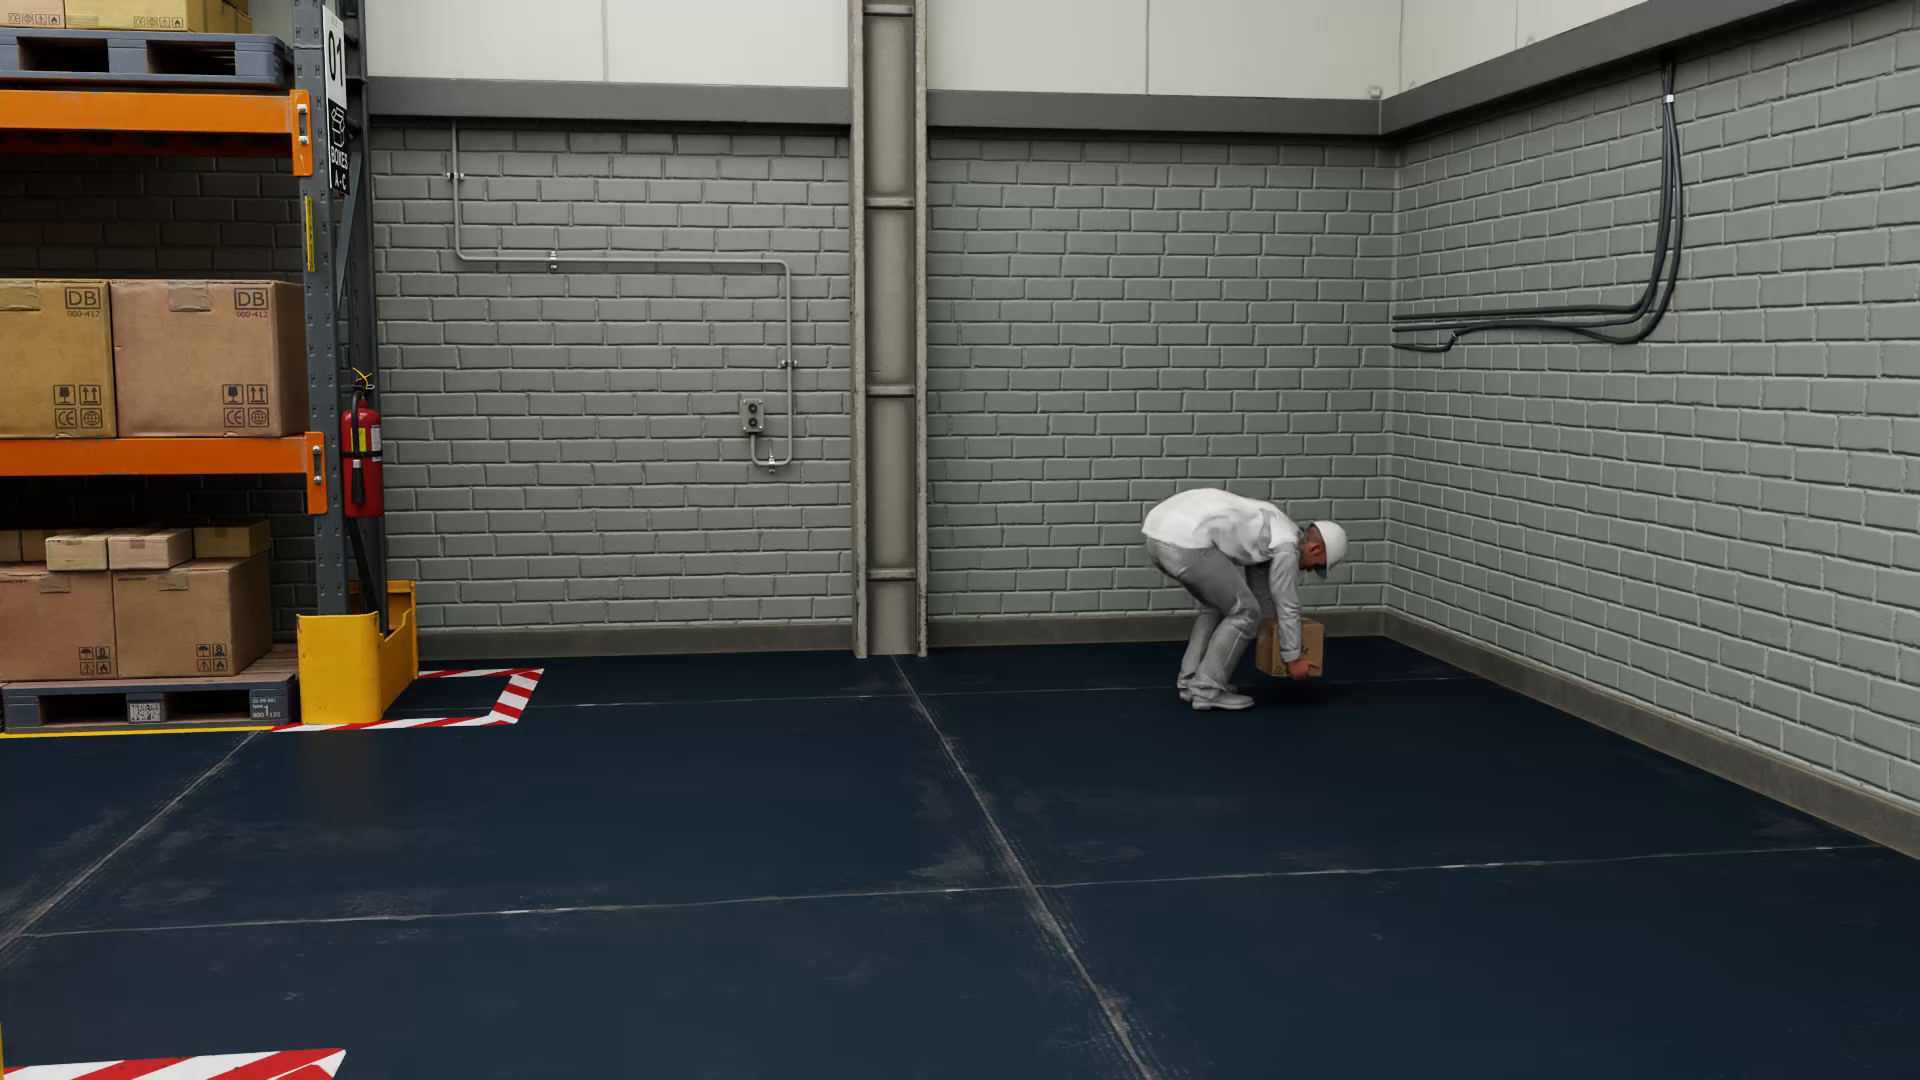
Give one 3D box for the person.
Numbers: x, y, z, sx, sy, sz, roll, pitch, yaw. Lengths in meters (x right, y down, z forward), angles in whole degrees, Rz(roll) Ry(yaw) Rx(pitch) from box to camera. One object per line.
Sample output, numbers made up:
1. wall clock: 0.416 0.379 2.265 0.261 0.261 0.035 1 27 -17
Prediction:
1. person: 1.378 0.268 7.981 1.004 1.042 0.476 -1 7 -11
